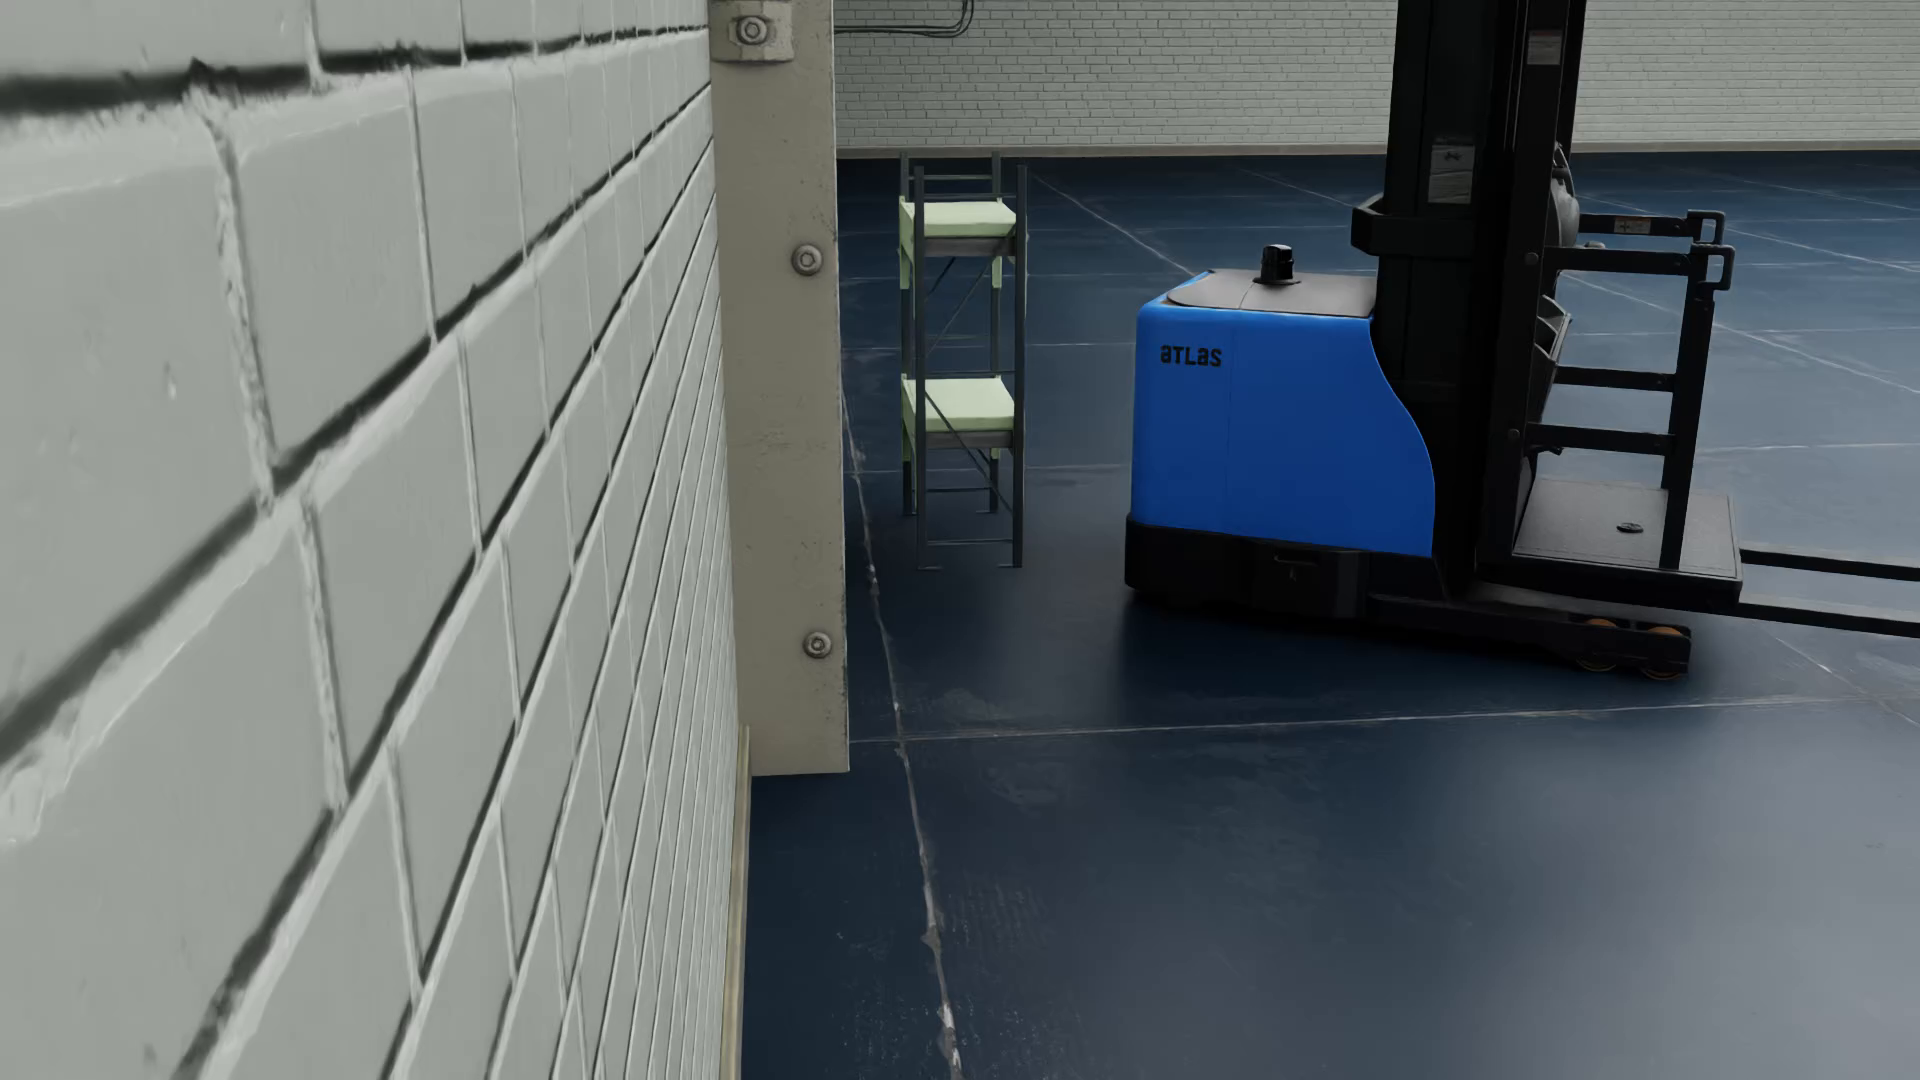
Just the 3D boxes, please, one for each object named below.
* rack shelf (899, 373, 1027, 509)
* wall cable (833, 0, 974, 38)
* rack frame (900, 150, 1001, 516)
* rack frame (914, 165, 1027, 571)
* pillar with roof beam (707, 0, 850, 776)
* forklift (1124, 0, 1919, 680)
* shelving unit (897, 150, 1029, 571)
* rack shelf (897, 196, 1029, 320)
[{"bbox_3d":[-0.001,-0.407,6.556,0.431,0.370,0.720,-2,18,-6],"label":"rack shelf"},{"bbox_3d":[-1.327,-8.503,23.923,3.097,2.526,0.112,-2,18,-6],"label":"wall cable"},{"bbox_3d":[-0.038,-0.827,6.806,0.400,1.500,0.023,-2,18,-6],"label":"rack frame"},{"bbox_3d":[0.037,-0.609,6.111,0.400,1.500,0.023,-2,18,-6],"label":"rack frame"},{"bbox_3d":[3.801,-3.836,3.874,9.100,9.000,0.400,-2,18,-6],"label":"pillar with roof beam"},{"bbox_3d":[2.157,-1.135,5.398,3.031,2.935,1.130,7,19,21],"label":"forklift"},{"bbox_3d":[-0.001,-0.718,6.459,0.431,1.500,0.755,-2,18,-6],"label":"shelving unit"},{"bbox_3d":[-0.001,-1.090,6.342,0.431,0.370,0.720,-2,18,-6],"label":"rack shelf"}]
